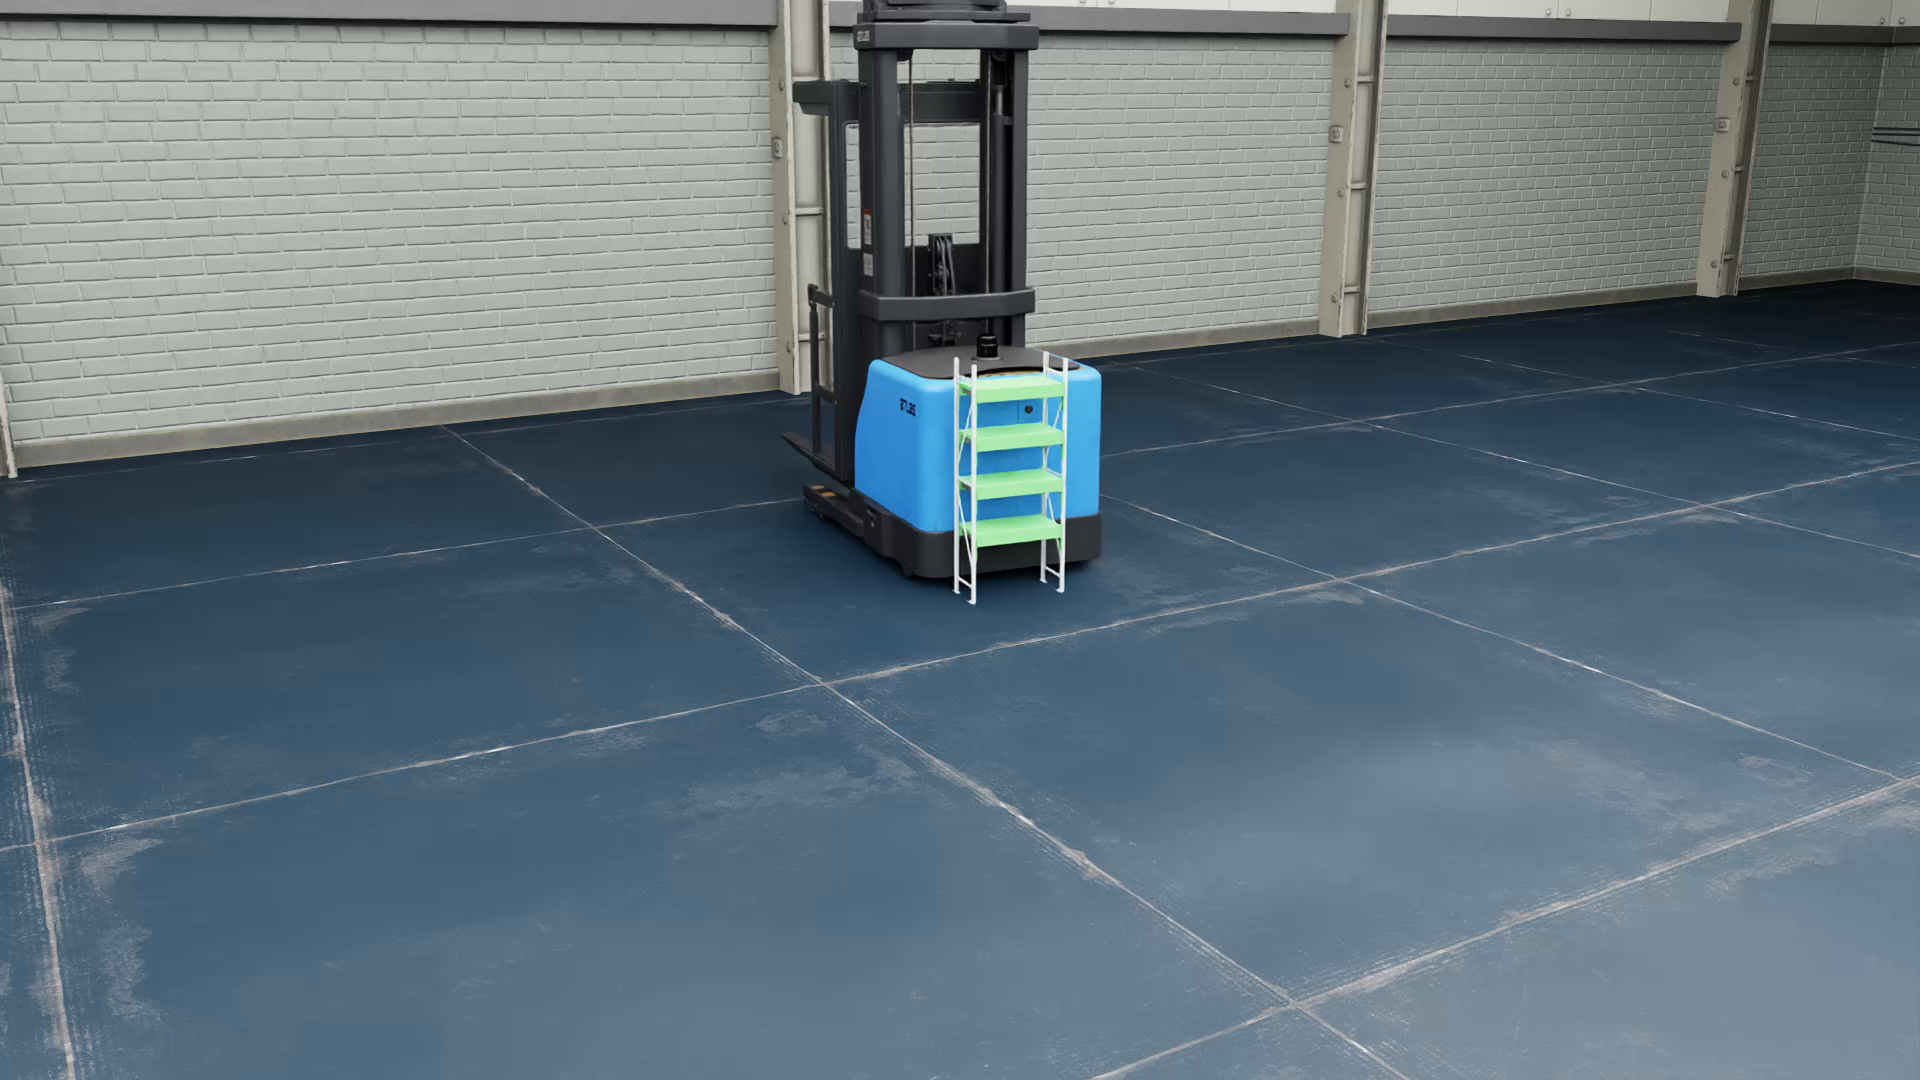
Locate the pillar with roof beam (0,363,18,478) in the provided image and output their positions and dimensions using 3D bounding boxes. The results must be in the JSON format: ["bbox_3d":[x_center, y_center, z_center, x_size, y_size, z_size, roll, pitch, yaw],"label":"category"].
[{"bbox_3d":[-4.198,-3.759,6.146,0.400,9.000,9.100,-9,18,-30],"label":"pillar with roof beam"}]

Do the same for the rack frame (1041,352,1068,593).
[{"bbox_3d":[0.473,-0.337,8.387,0.015,1.200,0.240,-7,17,-22],"label":"rack frame"}]

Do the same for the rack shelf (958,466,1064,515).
[{"bbox_3d":[0.249,-0.249,8.313,0.480,0.148,0.258,-7,17,-22],"label":"rack shelf"}]

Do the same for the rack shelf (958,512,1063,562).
[{"bbox_3d":[0.249,-0.018,8.377,0.480,0.148,0.258,-7,17,-22],"label":"rack shelf"}]

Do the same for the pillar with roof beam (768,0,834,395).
[{"bbox_3d":[0.945,-4.593,9.122,0.400,9.000,9.100,-9,18,-30],"label":"pillar with roof beam"}]

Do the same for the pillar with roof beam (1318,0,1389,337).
[{"bbox_3d":[6.088,-5.427,12.097,0.400,9.000,9.100,-9,18,-30],"label":"pillar with roof beam"}]

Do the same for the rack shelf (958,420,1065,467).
[{"bbox_3d":[0.249,-0.480,8.248,0.480,0.148,0.258,-7,17,-22],"label":"rack shelf"}]

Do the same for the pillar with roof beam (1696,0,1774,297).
[{"bbox_3d":[11.231,-6.261,15.072,0.400,9.000,9.100,-9,18,-30],"label":"pillar with roof beam"}]

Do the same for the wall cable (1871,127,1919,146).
[{"bbox_3d":[12.221,-5.865,19.414,0.112,2.526,3.097,-9,18,-30],"label":"wall cable"}]

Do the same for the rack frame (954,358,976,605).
[{"bbox_3d":[0.024,-0.285,8.203,0.015,1.200,0.240,-7,17,-22],"label":"rack frame"}]

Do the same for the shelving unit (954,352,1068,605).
[{"bbox_3d":[0.249,-0.311,8.295,0.503,1.200,0.258,-7,17,-22],"label":"shelving unit"}]

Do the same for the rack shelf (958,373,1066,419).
[{"bbox_3d":[0.249,-0.711,8.183,0.480,0.148,0.258,-7,17,-22],"label":"rack shelf"}]

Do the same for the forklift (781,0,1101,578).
[{"bbox_3d":[-0.294,-1.570,9.579,1.130,2.935,3.031,-7,17,-22],"label":"forklift"}]
